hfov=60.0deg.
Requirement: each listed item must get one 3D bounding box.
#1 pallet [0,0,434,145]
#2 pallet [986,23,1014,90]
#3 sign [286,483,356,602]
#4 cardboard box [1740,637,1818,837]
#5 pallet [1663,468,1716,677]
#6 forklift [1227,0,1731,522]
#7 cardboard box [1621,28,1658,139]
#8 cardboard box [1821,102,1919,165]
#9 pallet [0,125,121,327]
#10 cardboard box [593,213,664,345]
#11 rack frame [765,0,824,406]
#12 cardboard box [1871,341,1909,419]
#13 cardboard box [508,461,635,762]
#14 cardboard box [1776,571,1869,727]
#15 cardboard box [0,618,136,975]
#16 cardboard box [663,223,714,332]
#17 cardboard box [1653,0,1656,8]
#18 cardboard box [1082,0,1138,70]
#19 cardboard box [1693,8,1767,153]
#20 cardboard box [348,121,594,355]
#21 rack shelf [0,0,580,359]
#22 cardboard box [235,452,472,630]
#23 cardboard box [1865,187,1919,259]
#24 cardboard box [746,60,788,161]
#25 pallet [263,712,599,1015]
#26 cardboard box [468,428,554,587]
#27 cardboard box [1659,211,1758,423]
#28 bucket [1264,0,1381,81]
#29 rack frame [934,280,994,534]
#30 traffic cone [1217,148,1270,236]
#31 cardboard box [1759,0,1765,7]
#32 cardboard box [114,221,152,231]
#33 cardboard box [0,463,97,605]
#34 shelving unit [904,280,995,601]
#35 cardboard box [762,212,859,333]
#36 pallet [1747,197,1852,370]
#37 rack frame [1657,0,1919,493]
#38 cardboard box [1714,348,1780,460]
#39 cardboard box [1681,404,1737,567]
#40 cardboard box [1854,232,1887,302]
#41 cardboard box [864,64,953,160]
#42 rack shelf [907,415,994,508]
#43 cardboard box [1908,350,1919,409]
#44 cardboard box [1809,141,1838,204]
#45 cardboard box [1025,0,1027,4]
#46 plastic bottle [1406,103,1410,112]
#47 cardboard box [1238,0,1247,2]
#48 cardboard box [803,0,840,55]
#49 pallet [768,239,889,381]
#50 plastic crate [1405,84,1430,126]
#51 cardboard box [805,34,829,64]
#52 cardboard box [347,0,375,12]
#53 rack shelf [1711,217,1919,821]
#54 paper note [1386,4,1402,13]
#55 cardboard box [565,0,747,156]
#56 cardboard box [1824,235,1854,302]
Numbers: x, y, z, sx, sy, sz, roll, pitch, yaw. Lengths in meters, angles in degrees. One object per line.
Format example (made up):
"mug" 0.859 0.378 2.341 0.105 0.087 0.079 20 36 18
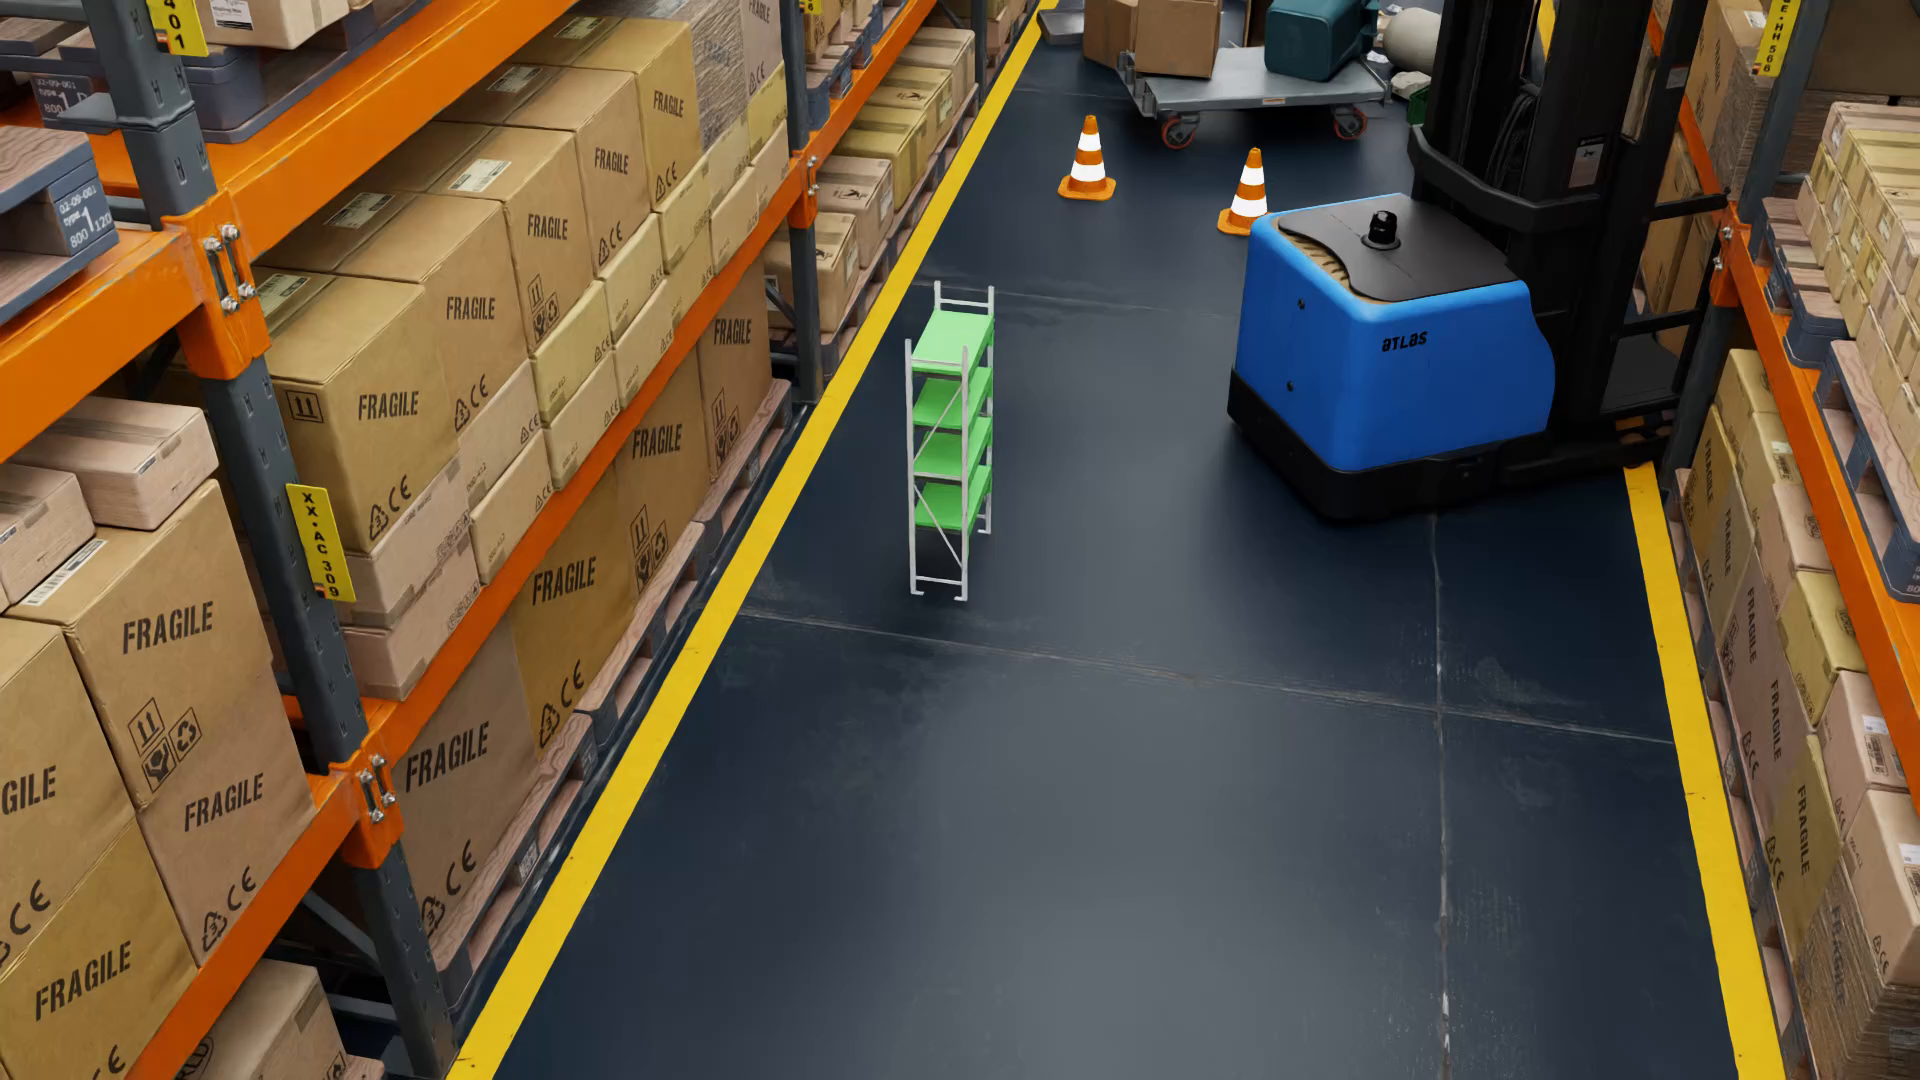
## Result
"pallet" -1.882 -1.345 4.157 0.805 0.209 1.217 6 36 8
"pallet" -0.212 -3.523 11.931 1.003 0.211 1.213 7 37 10
"sign" -1.488 0.010 3.875 0.100 0.325 0.005 7 37 10
"cardboard box" 2.963 0.685 5.521 0.500 0.500 0.500 7 36 9
"pallet" 3.513 0.170 6.835 1.003 0.211 1.213 7 37 10
"forklift" 2.854 -1.794 7.227 3.031 2.935 1.130 -12 38 -16
"cardboard box" 4.491 -2.592 9.829 1.050 0.750 0.750 7 37 10
"cardboard box" 3.393 -1.473 6.075 0.380 0.149 0.250 7 37 10
"pallet" -2.215 -0.387 2.747 1.003 0.211 1.213 7 37 10
"cardboard box" -1.337 -0.913 5.656 0.500 0.250 0.500 6 36 9
"rack frame" -1.176 -1.969 7.411 1.000 3.000 0.127 7 37 10
"cardboard box" 3.108 -0.483 5.217 0.380 0.149 0.250 8 37 11
"cardboard box" -1.790 0.130 5.967 0.875 0.875 0.875 8 37 11
"cardboard box" 2.961 0.368 5.319 0.500 0.250 0.500 6 36 8
"cardboard box" -1.977 0.474 3.103 0.500 0.500 0.500 7 36 9
"cardboard box" -1.247 -1.005 6.208 0.500 0.250 0.500 7 37 9
"cardboard box" 4.054 -3.183 9.001 0.500 0.500 0.500 8 37 10
"cardboard box" 1.237 -3.695 11.920 0.500 0.500 0.500 -24 42 -30
"cardboard box" 3.623 -2.025 7.402 0.500 0.500 0.500 7 37 10
"cardboard box" -1.464 -0.920 5.026 0.500 0.500 0.500 6 36 9
"rack shelf" -1.603 -1.746 5.160 1.077 0.370 4.000 7 37 10
"cardboard box" -1.661 -0.035 4.444 0.500 0.250 0.500 6 36 9
"cardboard box" 3.225 -1.029 5.463 0.380 0.149 0.250 6 36 8
"cardboard box" -1.031 -1.801 6.881 0.500 0.250 0.500 7 37 10
"pallet" -1.939 1.001 5.689 1.003 0.211 1.213 7 37 10
"cardboard box" -1.569 -0.131 5.003 0.500 0.250 0.500 6 36 9
"cardboard box" 3.900 -1.004 7.638 1.050 0.750 0.750 7 36 9
"bucket" 2.313 -3.357 10.820 0.726 0.611 0.620 20 51 26
"rack frame" 0.017 -0.531 6.960 0.240 1.200 0.015 7 37 10
"traffic cone" 1.697 -2.057 9.694 0.336 0.463 0.334 7 37 10
"cardboard box" 4.002 -2.693 7.472 0.700 0.500 0.500 7 36 9
"cardboard box" -2.077 -0.707 4.732 0.500 0.500 0.500 8 37 11
"cardboard box" -1.947 -0.030 3.245 0.380 0.149 0.250 8 37 11
"shelving unit" -0.035 -0.391 6.767 0.258 1.200 0.503 7 37 10
"cardboard box" -1.045 -1.398 8.504 0.950 0.372 0.625 5 36 7
"pallet" 3.634 -0.907 6.109 1.213 0.211 1.003 7 37 10
"rack frame" 3.682 -1.407 6.635 1.000 3.000 0.127 7 37 10
"cardboard box" 3.298 -0.503 6.522 0.500 0.250 0.500 6 36 8
"cardboard box" 3.281 -0.191 6.730 0.500 0.500 0.500 6 36 8
"cardboard box" 3.219 -0.890 5.524 0.380 0.149 0.250 7 37 10
"cardboard box" -0.581 -2.655 10.238 0.950 0.372 0.625 10 37 13
"rack shelf" -0.035 -0.339 6.804 0.258 0.148 0.480 7 37 10
"cardboard box" 3.055 -0.450 4.917 0.380 0.149 0.250 9 37 12
"cardboard box" 3.382 -1.344 6.151 0.380 0.149 0.250 9 37 12
"cardboard box" 0.282 -4.235 12.523 0.500 0.250 0.500 7 36 9
"plastic bottle" 3.121 -2.858 11.141 0.133 0.061 0.283 -11 37 -14
"cardboard box" 2.227 -4.397 13.190 0.380 0.149 0.250 28 44 33
"cardboard box" -0.853 -2.529 7.487 0.500 0.500 0.500 6 36 9
"pallet" -1.007 -1.288 8.847 1.003 0.211 1.213 7 37 10
"plastic crate" 3.293 -2.848 10.971 0.450 0.188 0.662 36 48 26
"cardboard box" -0.831 -2.358 7.804 0.380 0.149 0.250 5 36 7
"cardboard box" -1.558 -1.570 3.861 0.500 0.500 0.500 7 36 9
"rack shelf" 3.255 0.031 5.264 1.077 0.370 4.000 7 37 10
"paper note" 3.406 -4.128 12.921 0.144 0.017 0.142 20 41 26
"cardboard box" -1.132 -1.790 6.227 0.500 0.500 0.500 8 37 11
"cardboard box" 3.274 -0.935 5.841 0.380 0.149 0.250 9 37 12
